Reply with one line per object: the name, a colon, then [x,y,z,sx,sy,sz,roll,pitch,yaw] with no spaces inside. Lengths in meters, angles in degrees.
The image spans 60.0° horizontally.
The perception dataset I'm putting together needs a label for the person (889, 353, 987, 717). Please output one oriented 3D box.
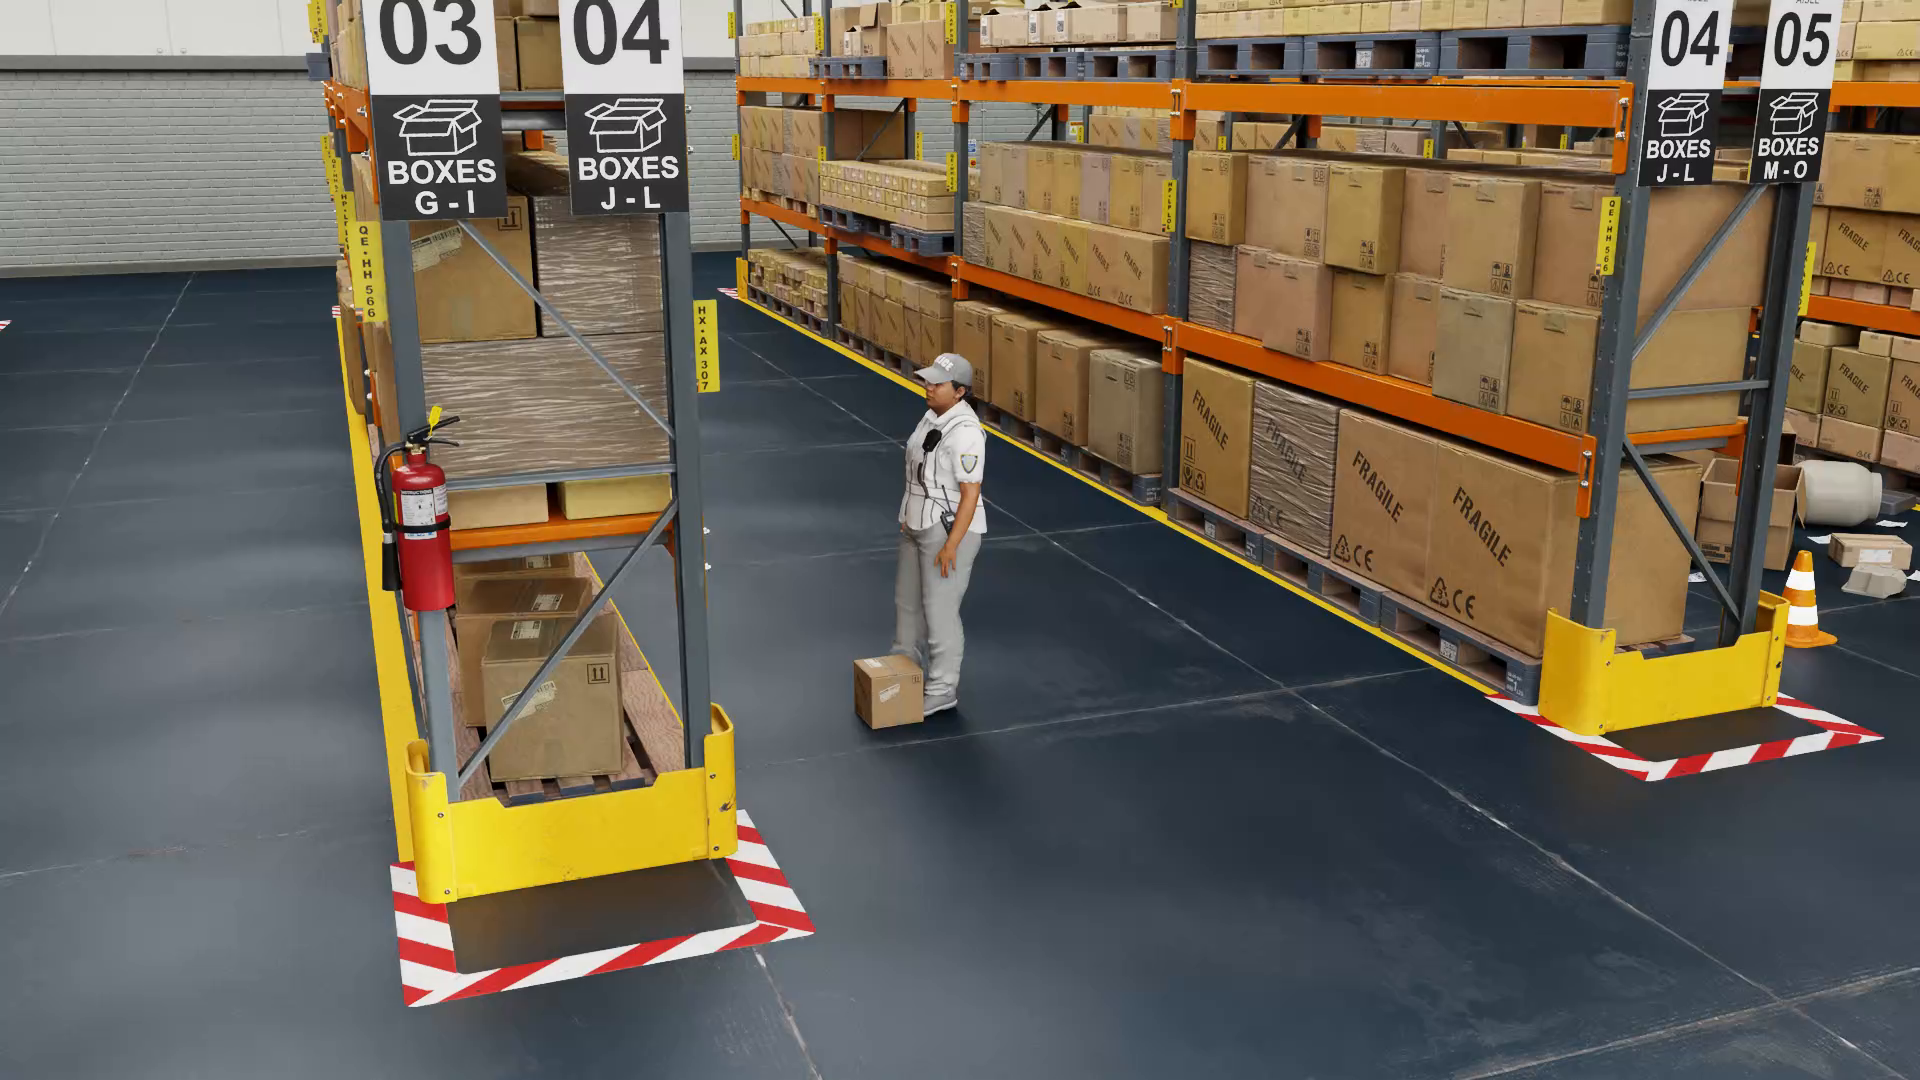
person: [-0.170,-0.024,7.567,0.529,1.670,0.597,-6,17,-20]
